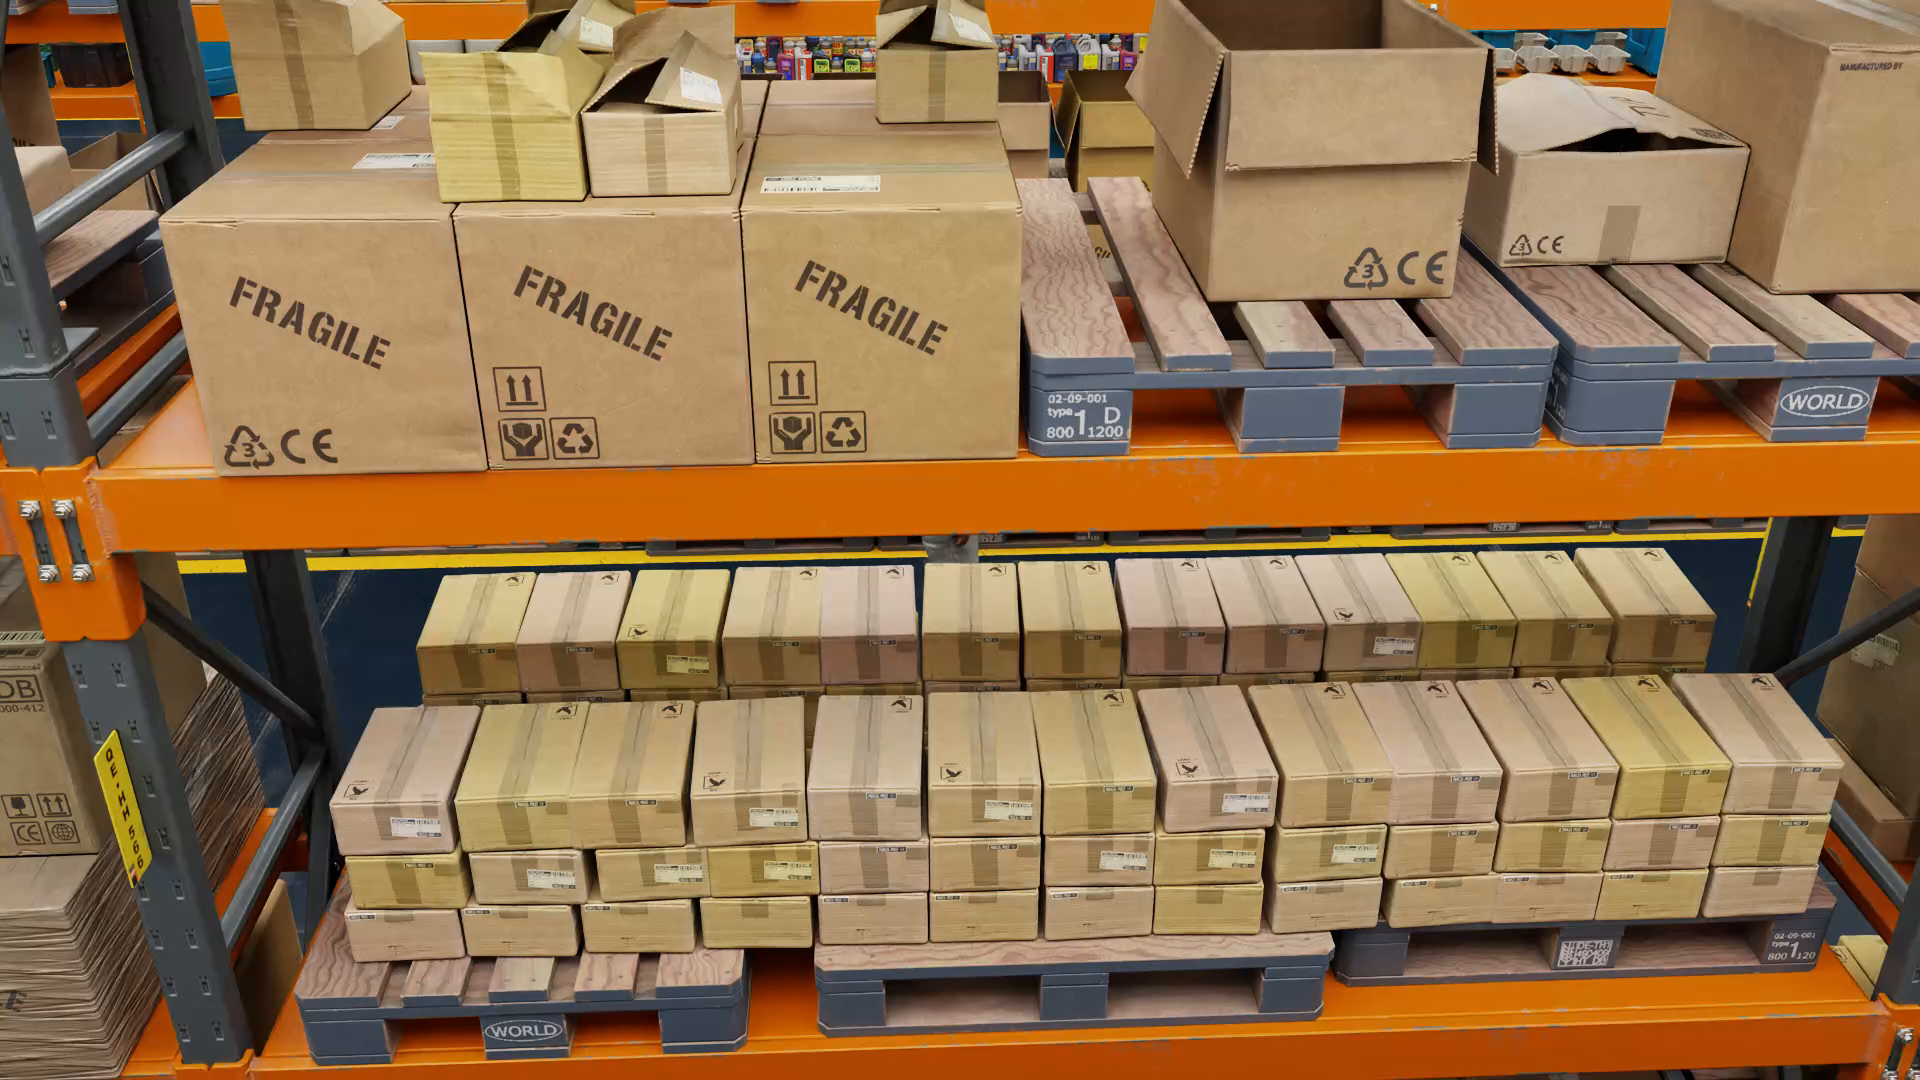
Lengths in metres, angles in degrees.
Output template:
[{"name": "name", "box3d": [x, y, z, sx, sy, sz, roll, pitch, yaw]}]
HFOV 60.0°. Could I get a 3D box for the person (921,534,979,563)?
[{"name": "person", "box3d": [-0.022, -0.181, 7.458, 0.471, 1.666, 0.545, -2, 28, -3]}]
